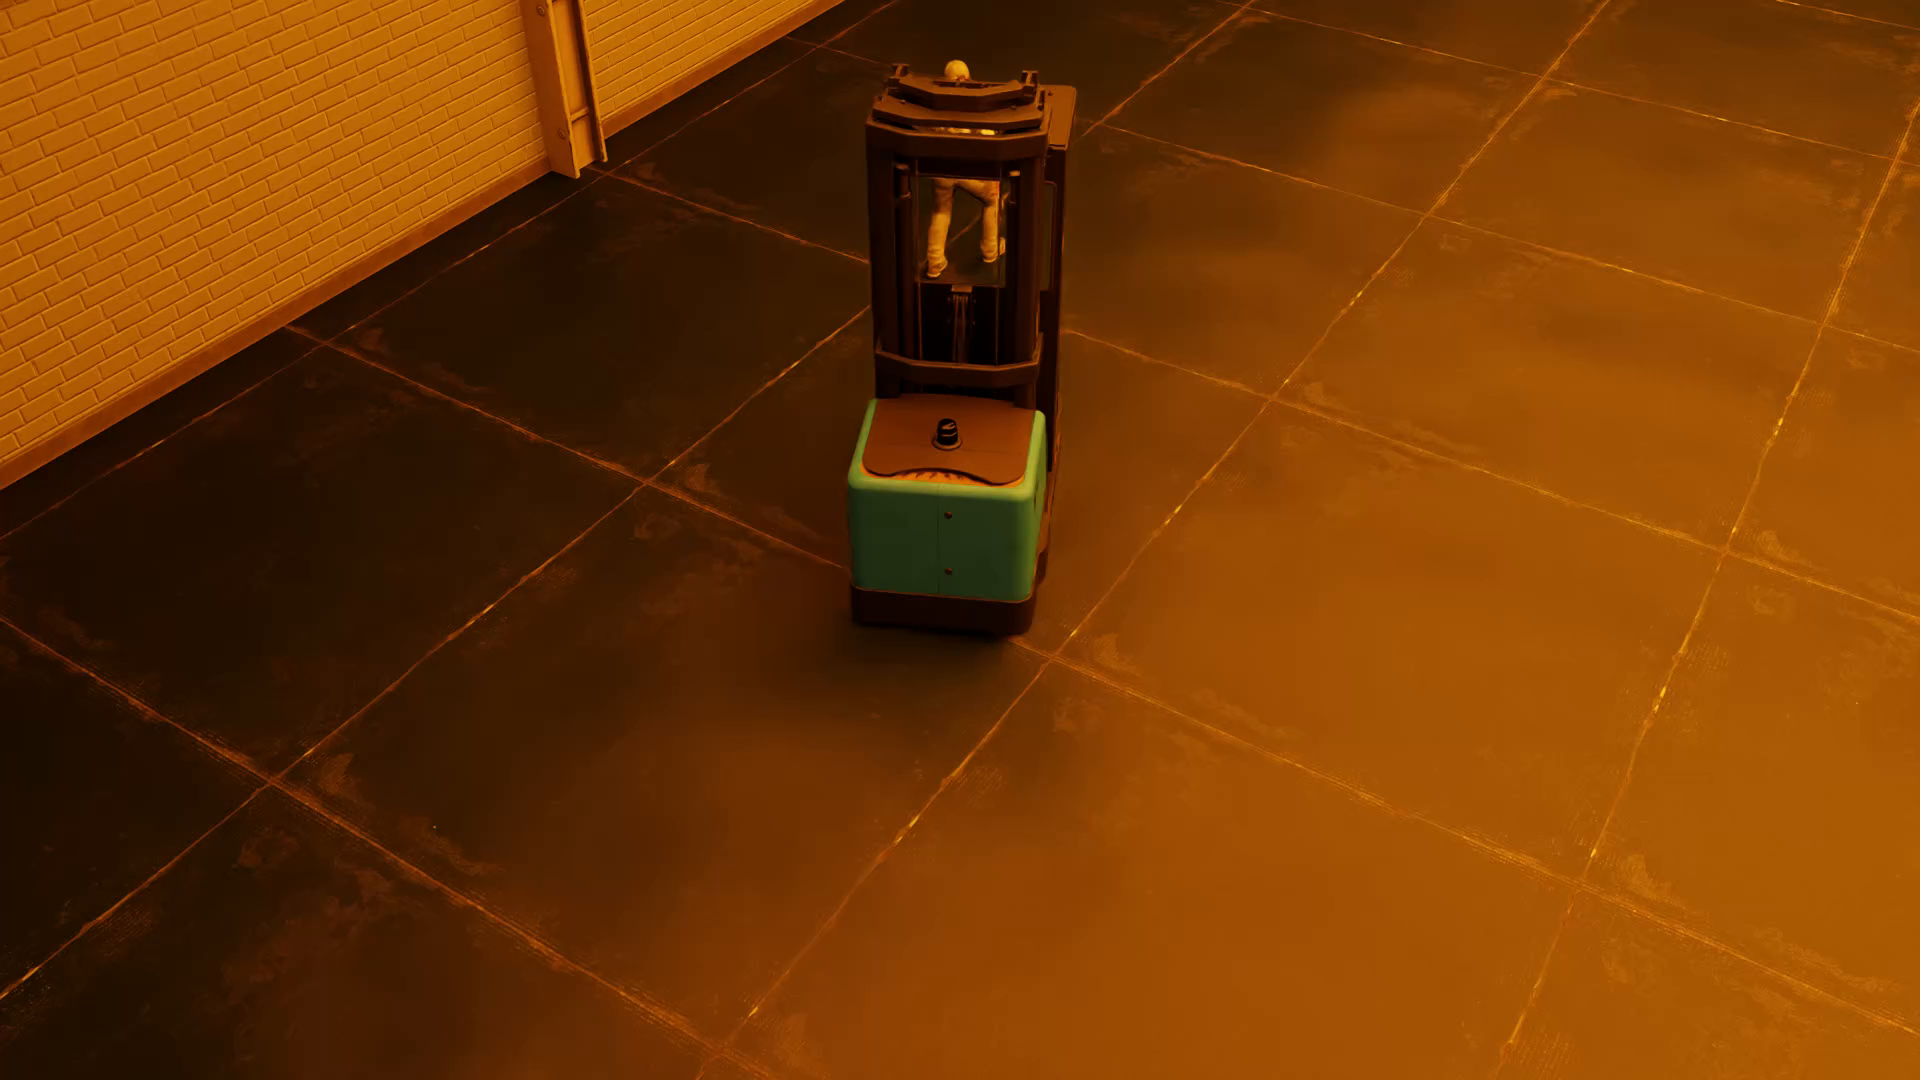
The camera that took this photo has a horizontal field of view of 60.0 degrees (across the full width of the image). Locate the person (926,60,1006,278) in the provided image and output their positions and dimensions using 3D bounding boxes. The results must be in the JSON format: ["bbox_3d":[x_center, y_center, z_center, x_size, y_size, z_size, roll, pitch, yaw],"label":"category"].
[{"bbox_3d":[0.039,-2.745,12.234,0.601,1.614,0.647,12,42,13],"label":"person"}]

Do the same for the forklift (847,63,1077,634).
[{"bbox_3d":[0.067,-1.533,9.776,1.130,2.935,3.031,5,40,5],"label":"forklift"}]
